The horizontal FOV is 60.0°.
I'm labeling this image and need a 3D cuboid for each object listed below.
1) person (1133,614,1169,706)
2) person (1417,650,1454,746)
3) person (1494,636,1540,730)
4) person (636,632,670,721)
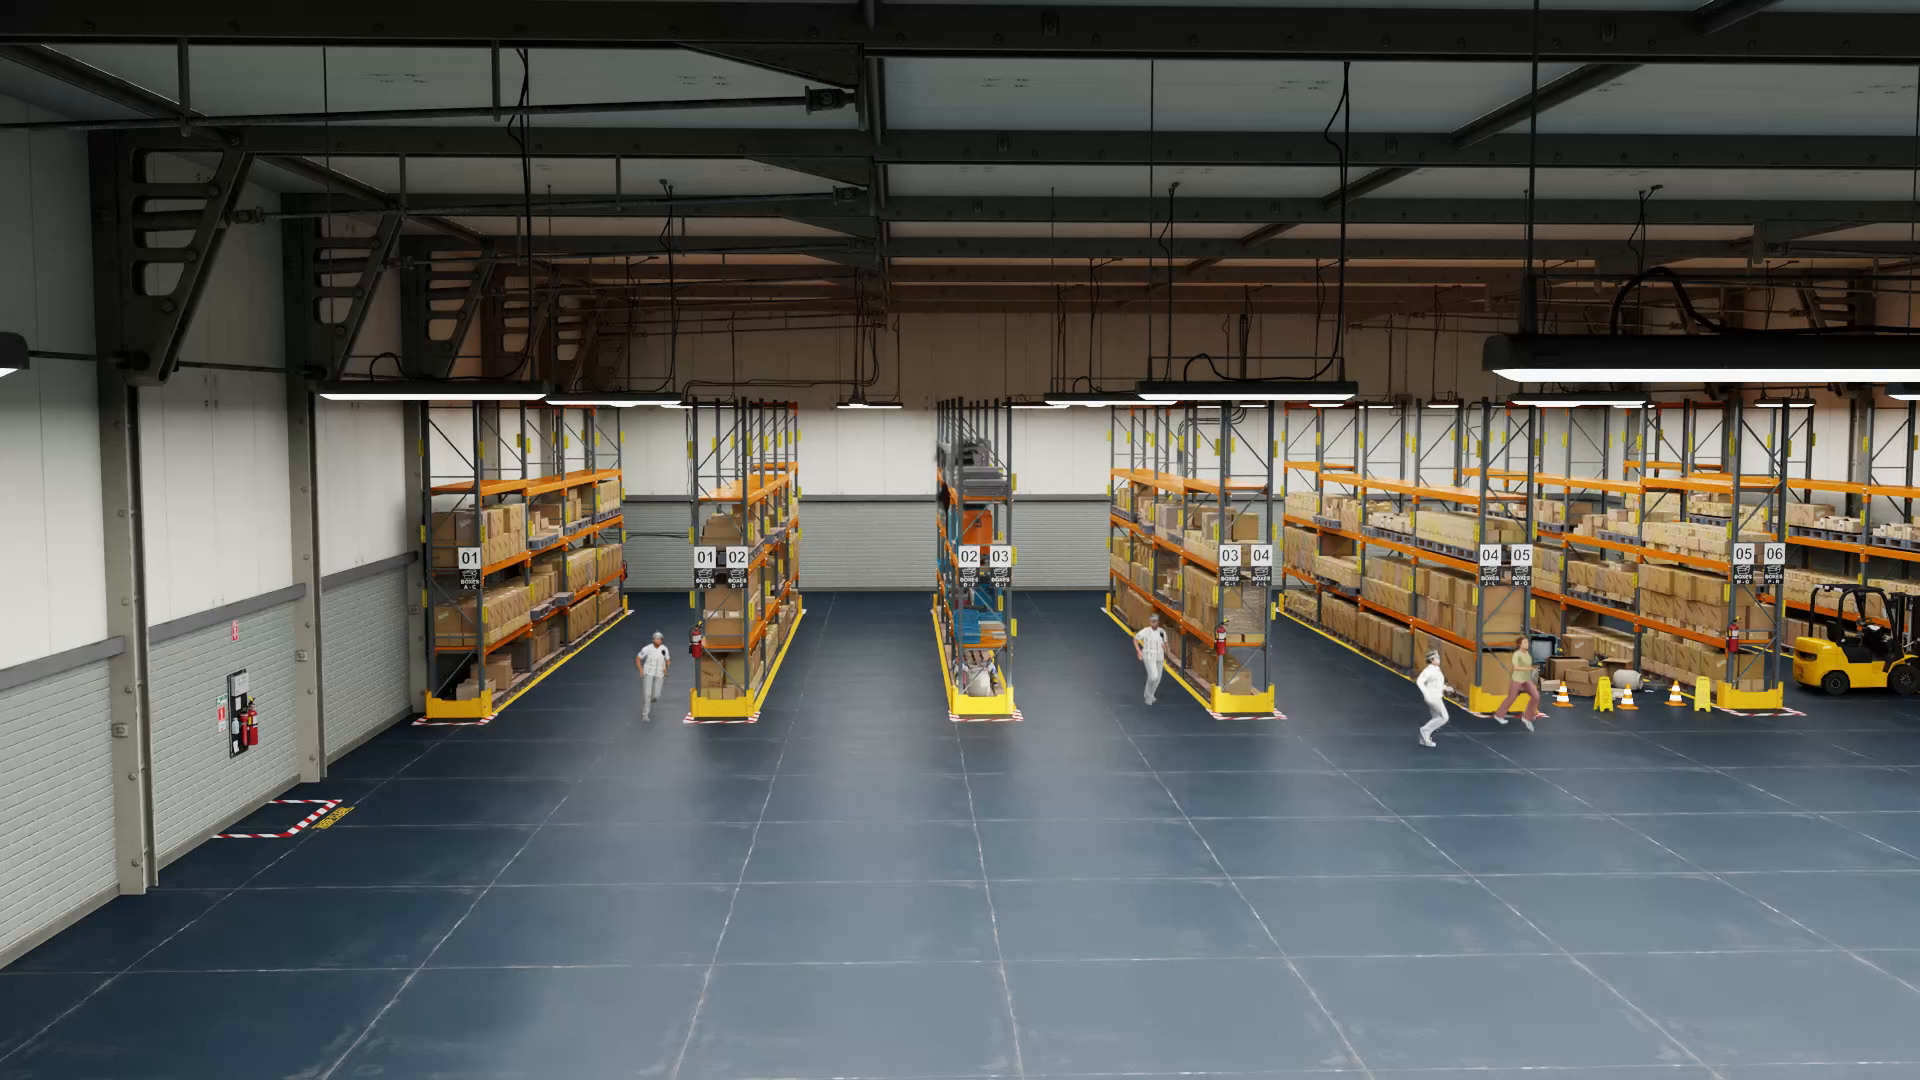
[{"bbox_3d":[3.788,2.342,32.479,0.633,1.807,0.726,-2,5,-21],"label":"person"},{"bbox_3d":[8.125,2.698,28.367,0.562,1.657,0.599,2,5,29],"label":"person"},{"bbox_3d":[10.108,2.570,30.069,0.580,1.695,0.855,-3,5,-34],"label":"person"},{"bbox_3d":[-5.736,2.539,31.107,0.637,1.613,0.653,-2,5,-24],"label":"person"}]
